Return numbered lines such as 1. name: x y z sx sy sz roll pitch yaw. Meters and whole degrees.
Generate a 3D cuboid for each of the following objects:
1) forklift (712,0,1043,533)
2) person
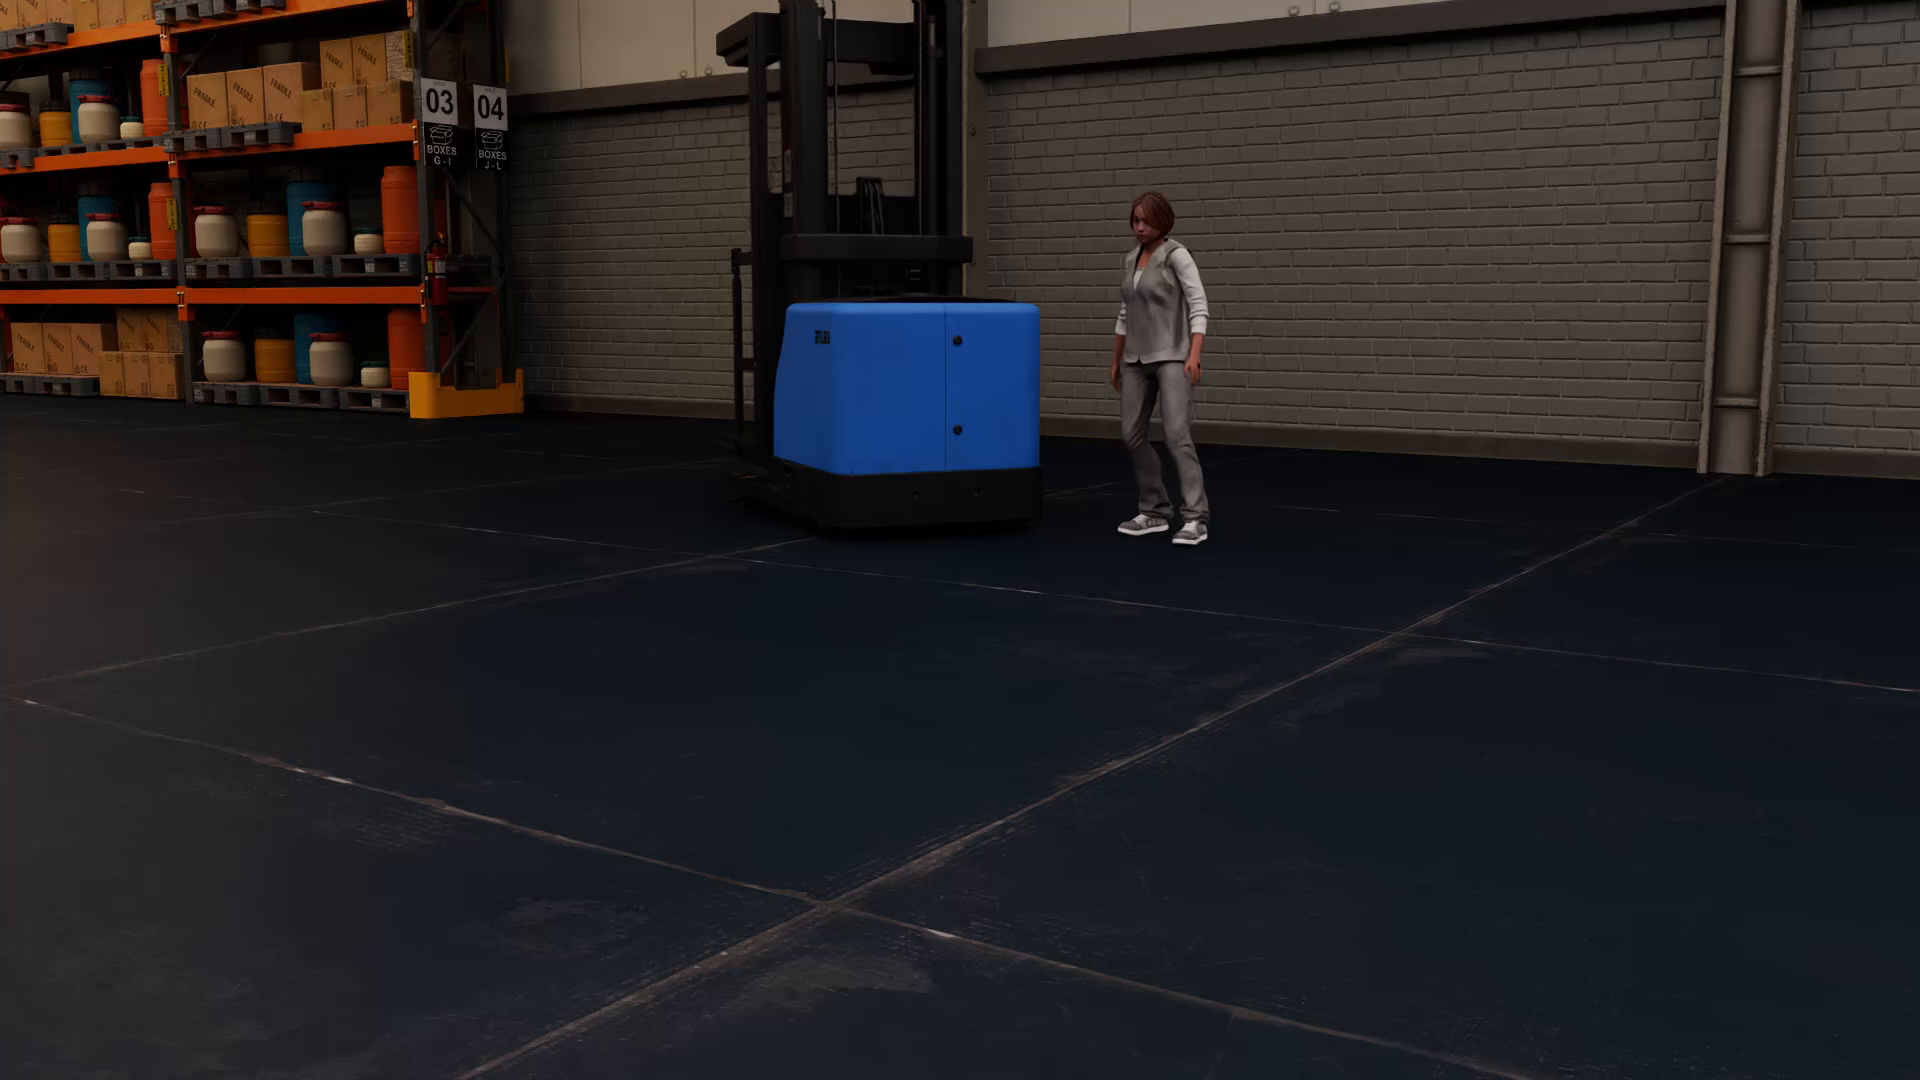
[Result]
1. forklift: -0.637 -1.653 8.817 1.130 2.935 3.031 -3 9 -22
2. person: 0.904 -0.790 7.597 0.357 1.570 0.651 -7 11 -40
